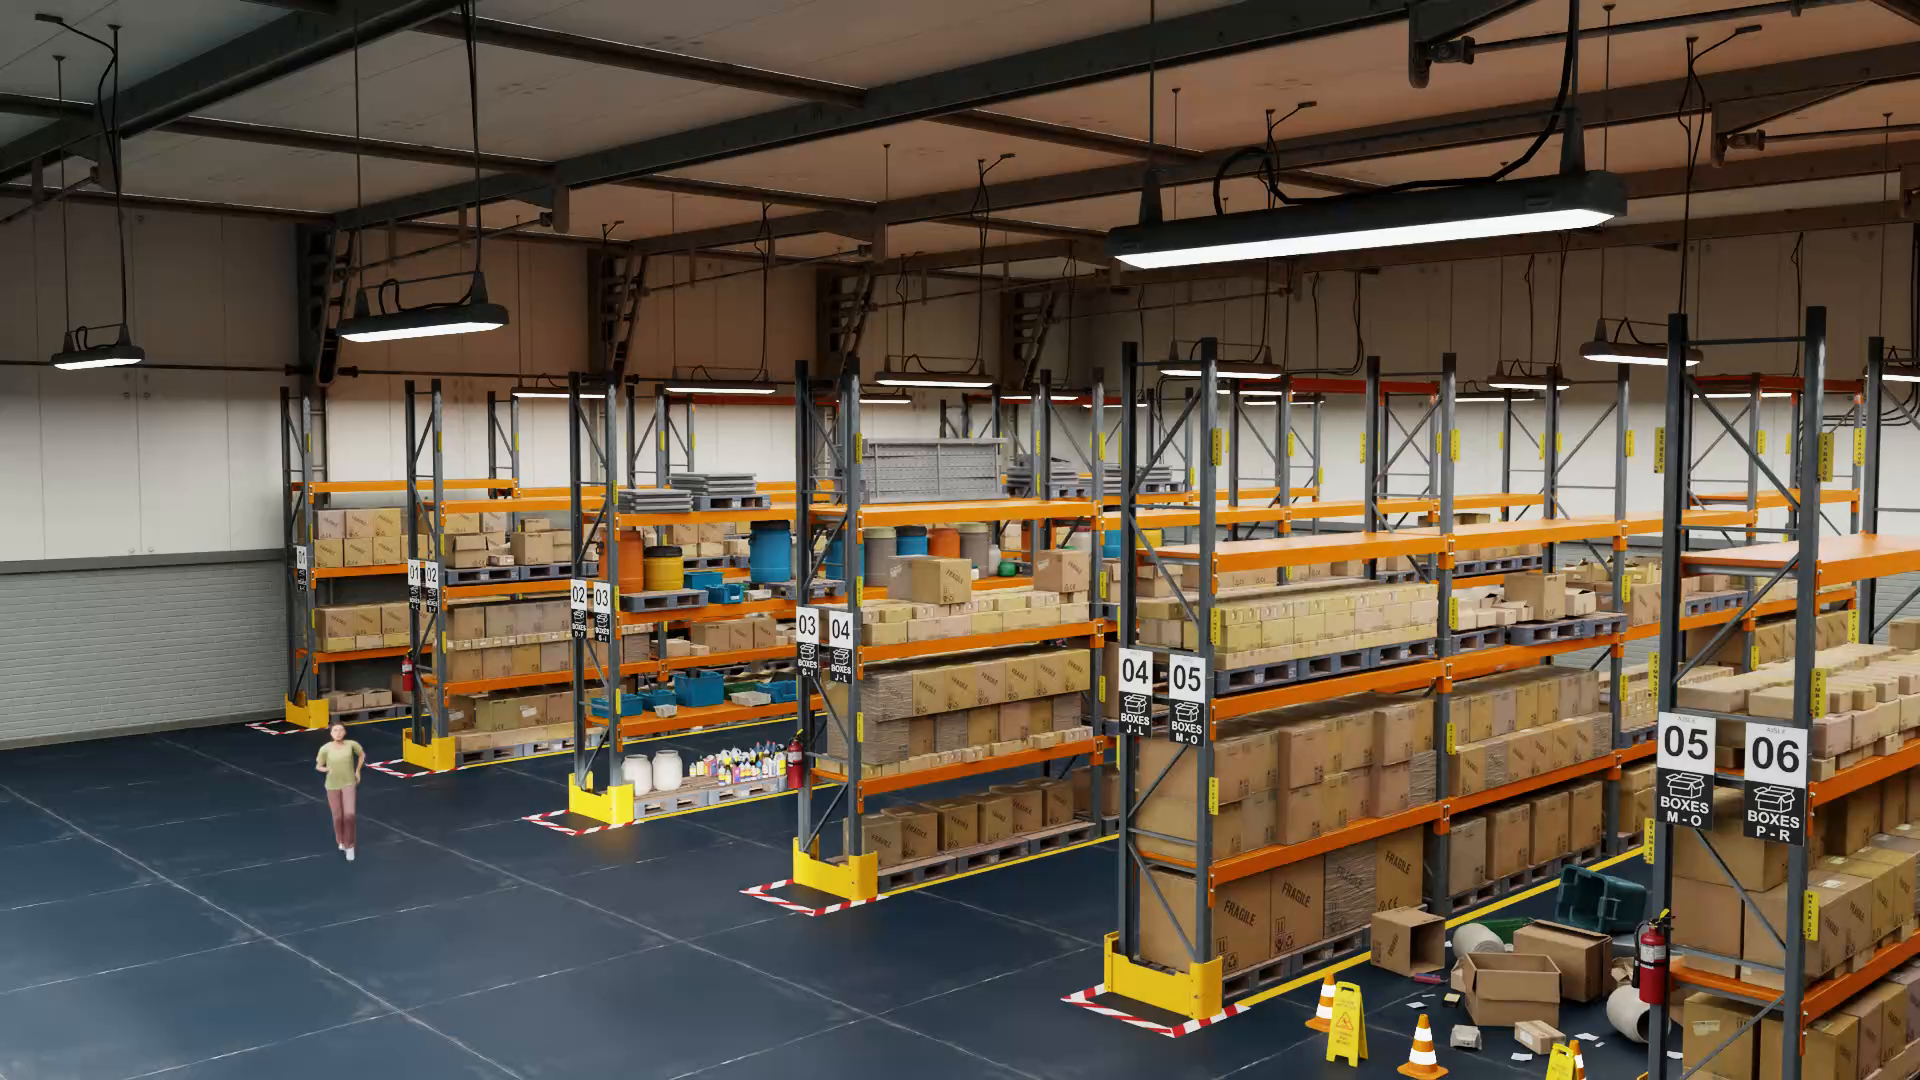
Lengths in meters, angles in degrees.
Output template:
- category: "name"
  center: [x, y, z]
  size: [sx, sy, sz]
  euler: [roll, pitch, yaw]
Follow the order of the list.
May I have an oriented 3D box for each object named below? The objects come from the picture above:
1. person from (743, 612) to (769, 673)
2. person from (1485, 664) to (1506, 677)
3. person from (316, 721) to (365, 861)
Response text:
- category: "person"
  center: [-4.156, 1.949, 33.086]
  size: [0.524, 1.720, 0.623]
  euler: [3, 5, 38]
- category: "person"
  center: [8.343, 2.670, 25.821]
  size: [0.568, 1.683, 0.662]
  euler: [-3, 5, -42]
- category: "person"
  center: [-7.541, 3.044, 20.255]
  size: [0.556, 1.710, 0.711]
  euler: [-1, 4, -17]
